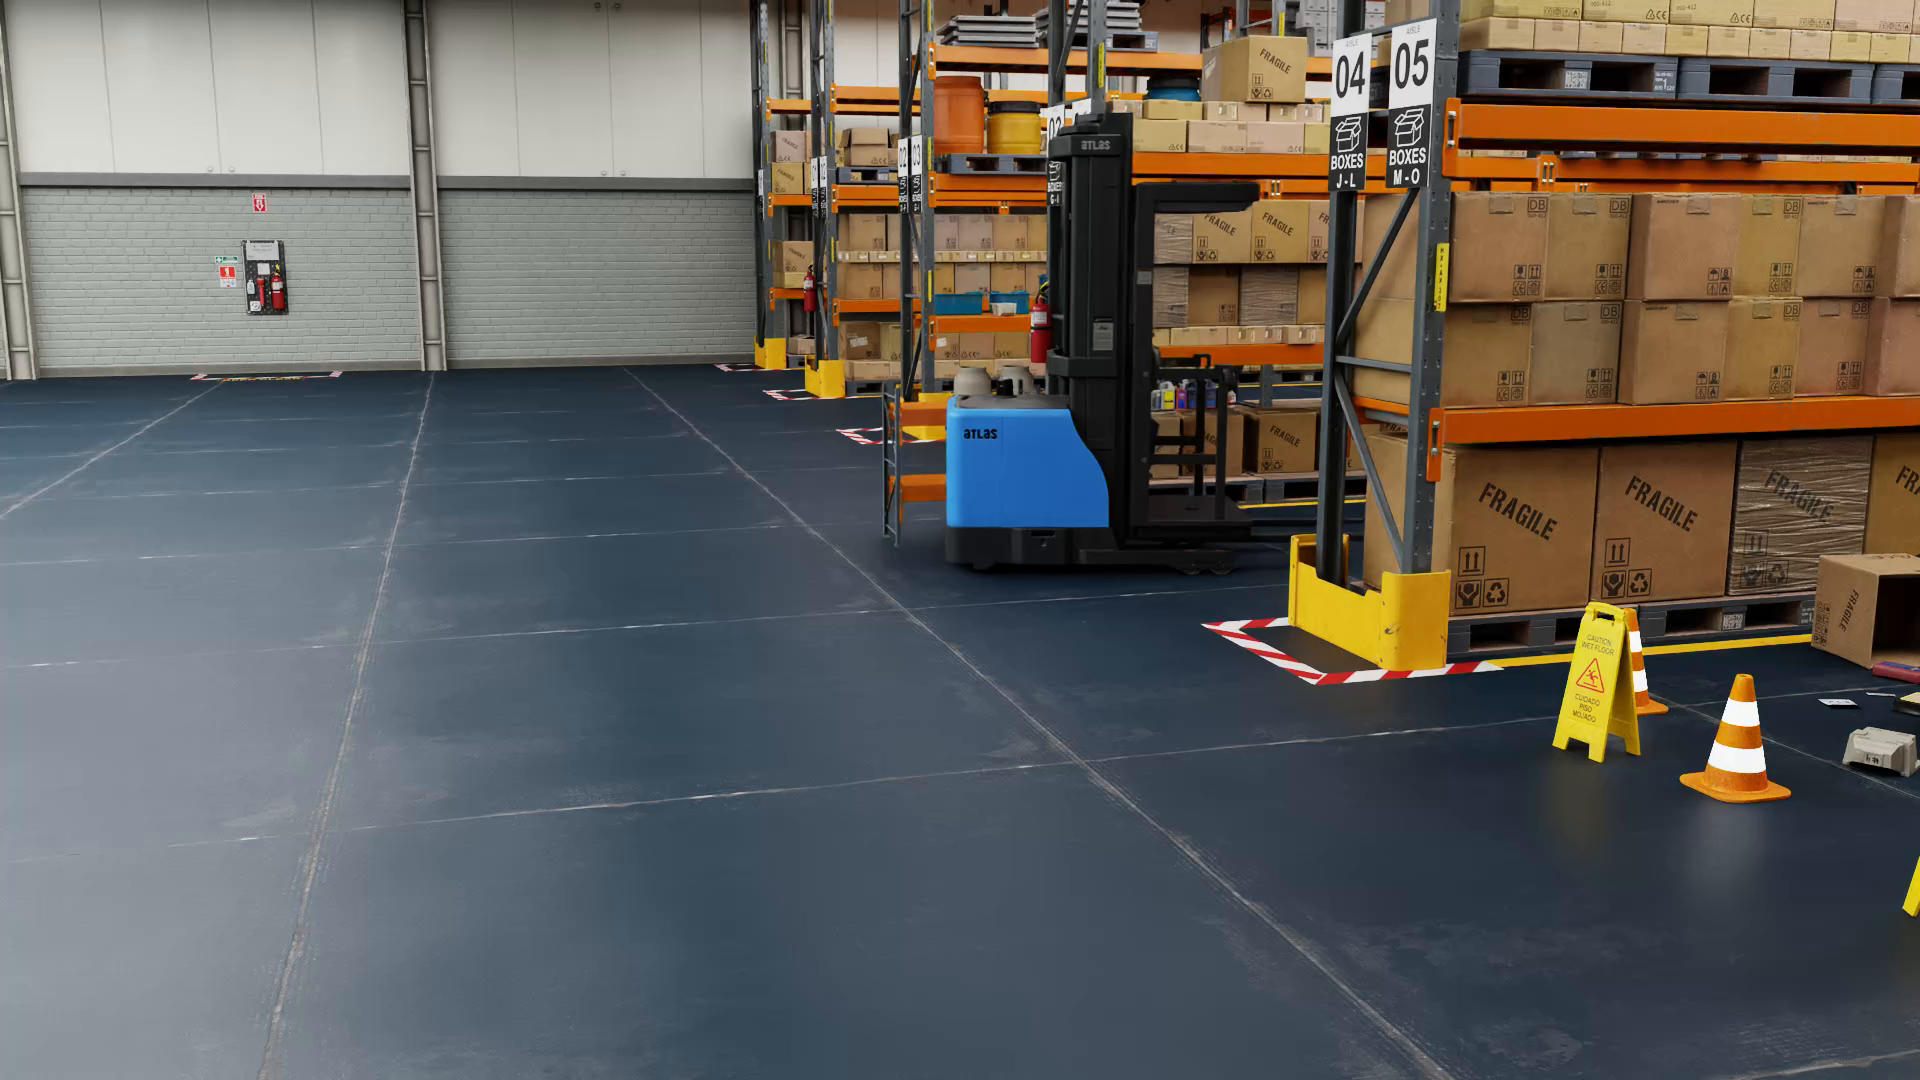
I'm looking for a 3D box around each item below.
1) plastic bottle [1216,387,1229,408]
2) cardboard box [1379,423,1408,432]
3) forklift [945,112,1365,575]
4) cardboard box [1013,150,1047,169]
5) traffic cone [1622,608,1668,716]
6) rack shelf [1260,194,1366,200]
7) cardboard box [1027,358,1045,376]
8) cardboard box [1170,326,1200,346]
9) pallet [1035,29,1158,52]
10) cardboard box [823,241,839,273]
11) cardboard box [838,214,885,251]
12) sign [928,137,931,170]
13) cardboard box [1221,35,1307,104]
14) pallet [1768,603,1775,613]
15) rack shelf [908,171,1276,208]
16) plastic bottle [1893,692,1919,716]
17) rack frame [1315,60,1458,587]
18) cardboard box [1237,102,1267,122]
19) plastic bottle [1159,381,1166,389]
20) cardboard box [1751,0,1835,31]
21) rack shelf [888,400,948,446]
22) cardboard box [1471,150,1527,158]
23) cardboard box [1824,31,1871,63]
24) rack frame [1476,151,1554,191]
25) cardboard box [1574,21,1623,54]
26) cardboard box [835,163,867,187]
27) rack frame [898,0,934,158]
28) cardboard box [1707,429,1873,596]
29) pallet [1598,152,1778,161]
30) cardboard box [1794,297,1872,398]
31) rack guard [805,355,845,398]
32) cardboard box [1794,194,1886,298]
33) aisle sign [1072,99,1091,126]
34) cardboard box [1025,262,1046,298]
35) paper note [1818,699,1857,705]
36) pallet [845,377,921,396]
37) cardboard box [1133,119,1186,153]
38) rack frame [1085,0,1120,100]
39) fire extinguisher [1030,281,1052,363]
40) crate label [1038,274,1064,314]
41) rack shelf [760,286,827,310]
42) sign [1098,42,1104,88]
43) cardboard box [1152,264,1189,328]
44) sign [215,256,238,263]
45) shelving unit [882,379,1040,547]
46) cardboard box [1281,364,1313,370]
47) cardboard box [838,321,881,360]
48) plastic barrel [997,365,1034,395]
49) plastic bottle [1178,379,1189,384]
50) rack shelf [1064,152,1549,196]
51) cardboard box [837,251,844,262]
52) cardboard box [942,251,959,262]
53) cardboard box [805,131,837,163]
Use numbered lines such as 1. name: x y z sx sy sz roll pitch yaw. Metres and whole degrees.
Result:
1. plastic bottle: 3.001 -1.646 18.990 0.133 0.283 0.061 -2 11 -13
2. cardboard box: 3.812 -0.920 14.502 0.500 0.500 0.500 0 10 2
3. forklift: 1.419 -1.311 11.074 3.031 2.935 1.130 0 10 0
4. cardboard box: 0.914 -5.408 23.554 0.500 0.311 0.500 -4 11 -19
5. traffic cone: 3.111 0.551 7.775 0.334 0.463 0.336 -3 11 -16
6. rack shelf: 3.910 -4.931 24.249 4.000 0.370 1.077 -3 11 -16
7. cardboard box: 1.123 -2.478 23.655 0.500 0.250 0.500 -3 11 -16
8. cardboard box: 1.745 -1.653 13.432 0.250 0.149 0.380 -3 11 -16
9. pallet: 1.414 -5.399 18.146 1.213 0.211 1.003 -3 11 -16
10. cardboard box: -2.219 -4.667 27.401 0.500 0.500 0.500 -3 11 -16
11. cardboard box: -1.348 -4.217 22.811 0.500 0.500 0.700 -3 11 -16
12. sign: -0.320 -4.029 17.335 0.005 0.325 0.100 -3 11 -16
13. cardboard box: 2.416 -3.729 13.251 0.500 0.500 0.500 -3 11 -16
14. pallet: 5.293 0.277 9.957 1.213 0.211 1.003 -3 11 -16
15. rack shelf: 1.451 -3.867 18.472 4.000 0.370 1.077 -3 11 -16
16. plastic bottle: 4.485 0.759 7.752 0.283 0.061 0.133 -8 13 -36
17. rack frame: 2.204 -0.916 8.740 0.127 3.000 1.000 -3 11 -16
18. cardboard box: 2.244 -3.399 13.251 0.250 0.149 0.380 -3 11 -16
19. plastic bottle: 2.375 -1.725 19.451 0.097 0.271 0.097 0 10 0
20. cardboard box: 4.193 -2.777 8.715 0.500 0.250 0.500 -3 11 -16
21. rack shelf: 0.004 -0.858 11.984 1.000 0.278 0.538 -2 11 -13
22. cardboard box: 4.391 -3.319 13.921 0.500 0.250 0.500 -3 11 -14
23. cardboard box: 4.562 -2.587 8.790 0.250 0.149 0.380 -3 11 -16
24. rack frame: 4.755 -1.986 14.551 0.127 3.000 1.000 -3 11 -16
25. cardboard box: 3.108 -2.511 8.375 0.250 0.149 0.380 -3 11 -16
26. cardboard box: -1.825 -5.923 27.317 0.500 0.500 0.500 -2 11 -13
27. rack frame: -0.470 -5.595 17.585 0.127 3.000 1.000 -3 11 -16
28. cardboard box: 4.557 -0.215 9.636 0.875 0.875 0.875 -3 11 -16
29. pallet: 6.373 -3.435 14.653 1.003 0.211 1.213 -3 11 -16
30. cardboard box: 4.621 -1.133 9.503 0.550 0.550 0.875 -3 11 -16
31. rack guard: -1.874 -2.276 23.026 0.348 0.500 1.175 -3 11 -16
32. cardboard box: 4.628 -1.660 9.380 0.550 0.550 0.875 -3 11 -16
33. aisle sign: 0.939 -3.007 12.916 0.004 0.787 0.394 -3 11 -16
34. cardboard box: 1.061 -3.706 23.618 0.500 0.500 0.700 -3 11 -17
35. paper note: 4.144 0.762 7.825 0.142 0.017 0.144 1 10 4
36. pallet: -1.128 -2.181 23.309 1.213 0.211 1.003 -3 11 -16
37. cardboard box: 1.450 -3.165 13.082 0.500 0.250 0.500 -3 11 -14
38. rack frame: 1.990 -6.659 23.363 0.127 3.000 1.000 -3 11 -16
39. fire extinguisher: 0.676 -1.820 13.862 0.183 0.674 0.296 -3 11 -16
40. crate label: 1.222 -2.802 18.886 0.616 0.435 0.502 -3 11 -16
41. rack shelf: -1.318 -4.114 28.098 4.000 0.370 1.077 -3 11 -16
42. sign: 1.067 -3.595 12.588 0.005 0.325 0.100 -3 11 -16
43. cardboard box: 1.451 -2.002 13.541 0.500 0.500 0.875 -3 11 -16
44. sign: -11.505 -4.398 26.087 0.331 0.109 0.001 -3 11 -16
45. shelving unit: 0.004 -0.570 12.037 1.048 1.125 0.538 -2 11 -13
46. cardboard box: 4.900 -2.669 24.697 0.500 0.250 0.500 -3 11 -17
47. cardboard box: -1.419 -2.808 23.378 0.500 0.500 0.500 -3 11 -16
48. plastic barrel: 0.622 -1.700 18.706 0.421 0.512 0.421 0 10 0
49. plastic bottle: 2.640 -1.763 19.646 0.135 0.276 0.152 -3 11 -14
50. rack shelf: 2.835 -3.006 13.795 4.000 0.370 1.077 -3 11 -16
51. cardboard box: -1.537 -3.927 23.024 0.250 0.149 0.380 -3 11 -17
52. cardboard box: -0.178 -3.922 22.999 0.250 0.149 0.380 -3 11 -17
53. cardboard box: -2.305 -6.387 27.077 0.500 0.500 0.500 -3 11 -17
